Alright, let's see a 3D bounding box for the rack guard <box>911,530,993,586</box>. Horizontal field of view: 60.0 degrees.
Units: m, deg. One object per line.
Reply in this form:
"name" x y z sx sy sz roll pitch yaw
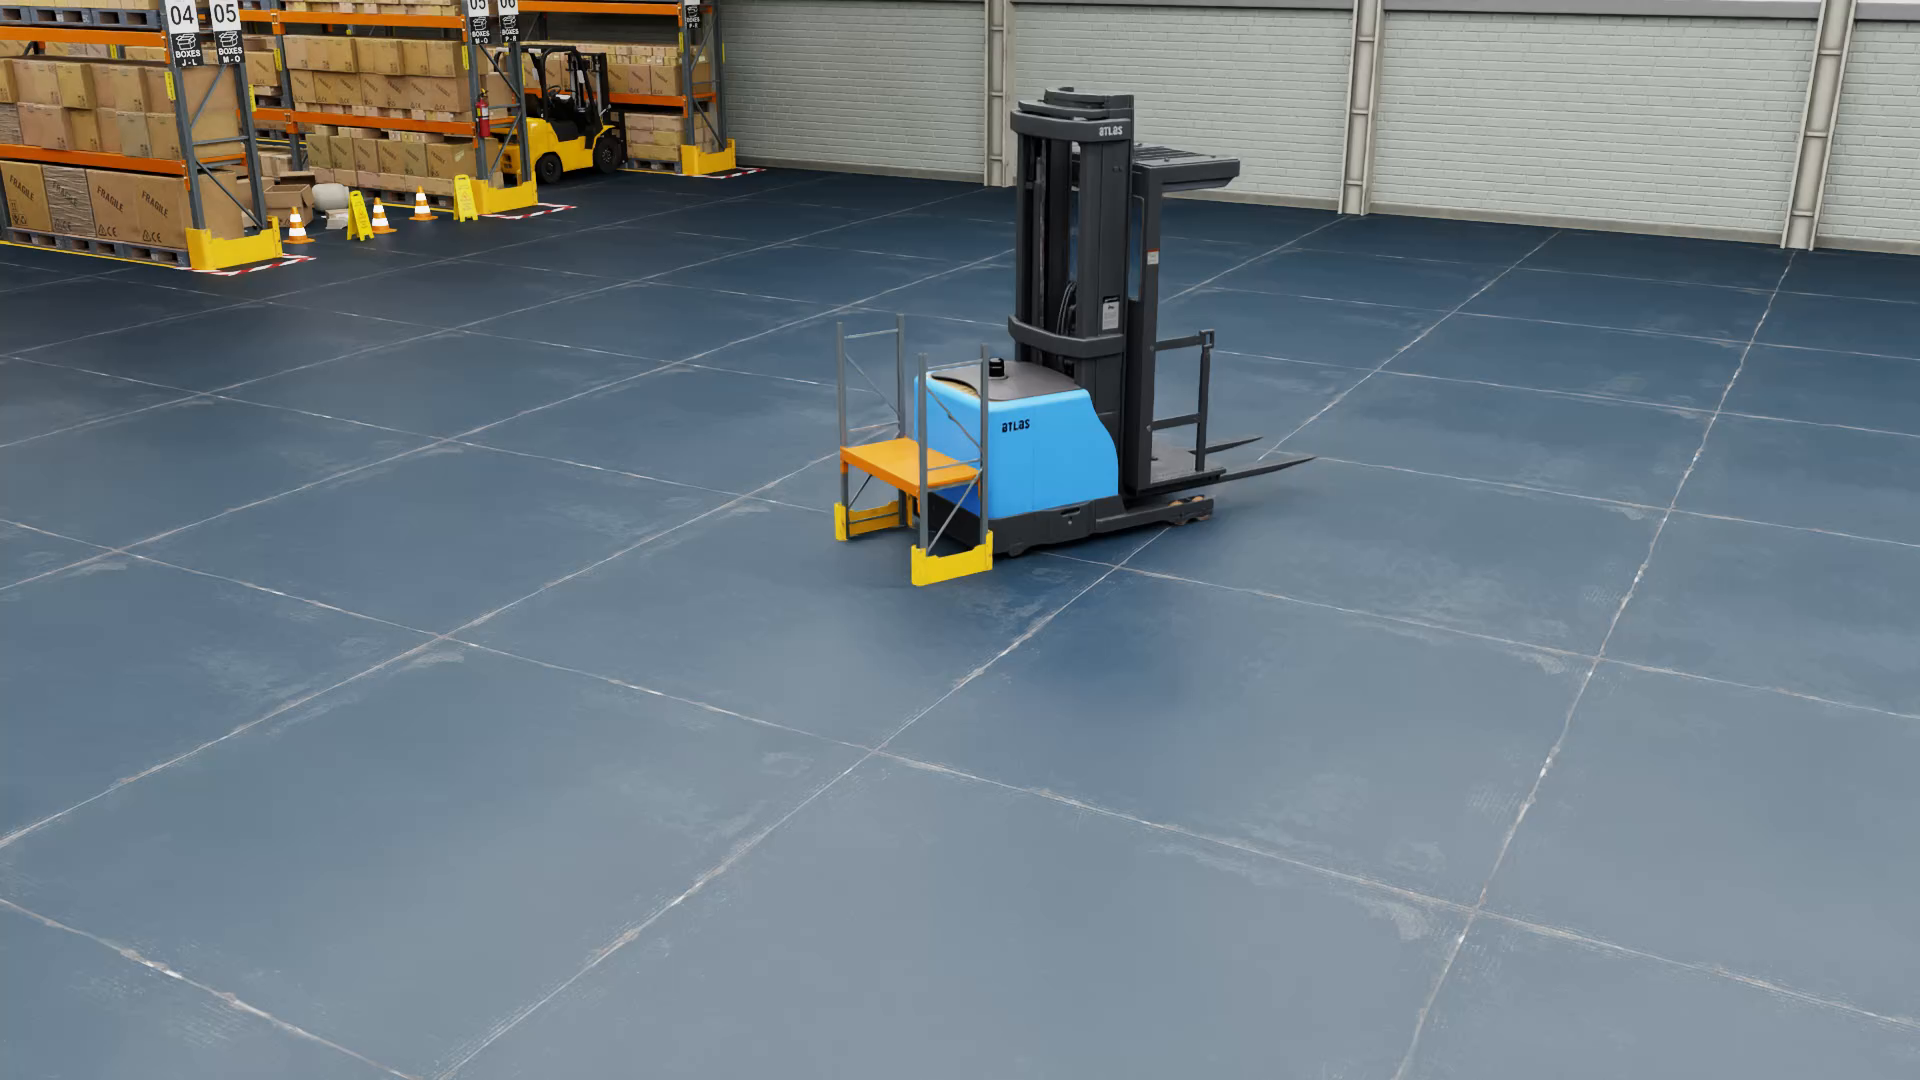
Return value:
"rack guard" -0.048 0.114 10.685 0.587 0.250 0.087 -13 23 -31

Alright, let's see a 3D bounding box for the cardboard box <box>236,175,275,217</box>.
"cardboard box" -10.435 -5.009 24.236 0.503 0.637 0.797 11 23 27

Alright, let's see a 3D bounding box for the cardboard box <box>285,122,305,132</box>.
"cardboard box" -13.239 -8.518 33.497 0.500 0.500 0.500 10 22 25

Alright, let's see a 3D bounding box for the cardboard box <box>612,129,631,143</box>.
"cardboard box" -5.899 -7.199 29.496 0.500 0.250 0.500 10 22 26

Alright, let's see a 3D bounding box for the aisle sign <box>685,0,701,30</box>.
"aisle sign" -4.514 -9.029 28.045 0.004 0.787 0.394 11 23 27

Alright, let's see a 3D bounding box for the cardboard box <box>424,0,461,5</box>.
"cardboard box" -7.424 -7.911 24.161 0.500 0.250 0.500 10 22 27

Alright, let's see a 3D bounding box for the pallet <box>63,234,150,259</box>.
"pallet" -10.969 -3.938 21.913 1.213 0.211 1.003 11 23 27

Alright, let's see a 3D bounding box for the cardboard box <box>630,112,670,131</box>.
"cardboard box" -5.431 -7.347 29.170 0.500 0.250 0.500 11 23 28

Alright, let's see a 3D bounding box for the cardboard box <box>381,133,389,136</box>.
"cardboard box" -8.800 -6.162 26.271 0.500 0.500 0.500 12 23 30

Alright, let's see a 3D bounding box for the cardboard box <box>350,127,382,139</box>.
"cardboard box" -9.189 -6.308 25.723 0.250 0.149 0.380 12 23 30

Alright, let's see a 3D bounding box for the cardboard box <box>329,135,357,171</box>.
"cardboard box" -9.482 -6.085 26.059 0.500 0.500 0.500 12 23 29

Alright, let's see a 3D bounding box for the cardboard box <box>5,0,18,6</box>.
"cardboard box" -11.849 -6.850 21.058 0.250 0.149 0.380 10 22 26

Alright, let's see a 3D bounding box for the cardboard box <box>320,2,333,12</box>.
"cardboard box" -9.515 -8.137 25.368 0.250 0.149 0.380 12 23 29

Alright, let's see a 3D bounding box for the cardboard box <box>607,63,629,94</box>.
"cardboard box" -5.882 -8.130 29.232 0.500 0.500 0.500 10 22 26

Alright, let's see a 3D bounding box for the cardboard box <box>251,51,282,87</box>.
"cardboard box" -10.853 -7.485 26.402 0.500 0.500 0.500 10 22 26

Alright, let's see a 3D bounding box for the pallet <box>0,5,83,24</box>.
"pallet" -11.955 -6.831 21.529 1.213 0.211 1.003 11 23 27

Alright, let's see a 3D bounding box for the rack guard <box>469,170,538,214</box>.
"rack guard" -6.912 -5.264 25.145 0.348 0.500 1.175 11 23 27

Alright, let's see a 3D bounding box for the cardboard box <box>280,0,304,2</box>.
"cardboard box" -10.087 -8.417 25.555 0.500 0.250 0.500 10 22 26

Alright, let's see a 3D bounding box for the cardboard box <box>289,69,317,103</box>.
"cardboard box" -10.090 -7.123 26.019 0.500 0.500 0.500 11 23 27

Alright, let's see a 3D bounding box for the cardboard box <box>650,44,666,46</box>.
"cardboard box" -5.276 -8.655 29.293 0.250 0.149 0.380 11 23 28

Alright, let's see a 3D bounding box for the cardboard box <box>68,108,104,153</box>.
"cardboard box" -10.919 -5.346 21.485 0.500 0.550 0.875 11 23 27

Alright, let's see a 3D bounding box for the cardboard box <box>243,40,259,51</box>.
"cardboard box" -11.459 -7.902 26.599 0.250 0.149 0.380 10 22 26

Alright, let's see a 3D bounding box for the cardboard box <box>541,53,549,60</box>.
"cardboard box" -7.303 -8.713 29.889 0.250 0.149 0.380 11 23 27

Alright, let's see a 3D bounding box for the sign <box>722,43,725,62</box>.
"sign" -4.153 -8.514 29.051 0.005 0.325 0.100 11 23 27

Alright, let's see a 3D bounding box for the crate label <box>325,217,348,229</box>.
"crate label" -8.812 -4.494 23.553 0.298 0.136 0.250 0 20 -1

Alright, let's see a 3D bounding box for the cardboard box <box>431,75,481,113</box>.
"cardboard box" -7.454 -6.622 24.639 0.500 0.500 0.500 10 22 26

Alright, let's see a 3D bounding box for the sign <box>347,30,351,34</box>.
"sign" -11.669 -9.580 31.793 0.005 0.325 0.100 11 23 27

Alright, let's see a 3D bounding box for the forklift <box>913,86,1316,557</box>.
"forklift" 1.198 -1.623 11.541 3.031 2.935 1.130 -12 23 -29

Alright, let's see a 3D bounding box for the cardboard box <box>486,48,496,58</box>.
"cardboard box" -8.561 -8.951 30.543 0.250 0.149 0.380 10 22 27

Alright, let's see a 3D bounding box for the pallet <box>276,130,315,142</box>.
"pallet" -13.107 -8.263 33.836 1.213 0.211 1.003 11 23 27

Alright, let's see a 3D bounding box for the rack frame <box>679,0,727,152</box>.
"rack frame" -4.429 -7.905 28.759 0.127 3.000 1.000 11 23 27

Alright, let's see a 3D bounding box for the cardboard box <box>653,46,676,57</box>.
"cardboard box" -5.075 -8.426 28.660 0.250 0.149 0.380 11 23 27

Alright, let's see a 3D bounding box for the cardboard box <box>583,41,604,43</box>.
"cardboard box" -6.592 -8.933 30.058 0.250 0.149 0.380 10 22 26

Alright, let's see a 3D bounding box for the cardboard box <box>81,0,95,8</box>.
"cardboard box" -10.516 -6.597 20.359 0.250 0.149 0.380 10 22 27

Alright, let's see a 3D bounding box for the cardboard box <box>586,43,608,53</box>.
"cardboard box" -6.397 -8.694 29.400 0.250 0.149 0.380 11 23 28

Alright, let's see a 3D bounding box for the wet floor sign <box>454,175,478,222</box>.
"wet floor sign" -7.202 -4.970 24.120 0.267 0.644 0.232 -16 26 -38

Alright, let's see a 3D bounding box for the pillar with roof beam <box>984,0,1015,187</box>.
"pillar with roof beam" -1.458 -8.830 22.511 0.400 9.000 9.100 11 23 27

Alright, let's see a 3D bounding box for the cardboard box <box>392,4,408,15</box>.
"cardboard box" -8.172 -7.870 24.632 0.250 0.149 0.380 11 22 27

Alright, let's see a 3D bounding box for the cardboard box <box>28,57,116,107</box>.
"cardboard box" -11.417 -5.921 21.485 0.550 0.550 0.875 11 23 27

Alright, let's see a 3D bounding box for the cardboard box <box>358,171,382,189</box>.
"cardboard box" -9.019 -5.646 25.946 0.500 0.250 0.500 10 22 27

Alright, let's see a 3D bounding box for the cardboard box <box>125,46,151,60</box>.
"cardboard box" -13.550 -7.998 27.816 0.500 0.500 0.500 10 22 26

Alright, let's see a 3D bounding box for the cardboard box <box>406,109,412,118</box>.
"cardboard box" -8.160 -6.484 25.209 0.250 0.149 0.380 11 23 28

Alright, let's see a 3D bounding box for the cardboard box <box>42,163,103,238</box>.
"cardboard box" -11.360 -4.526 21.944 0.875 0.875 0.875 11 23 28

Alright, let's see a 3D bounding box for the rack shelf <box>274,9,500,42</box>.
"rack shelf" -8.592 -7.831 25.212 4.000 0.370 1.077 11 23 27

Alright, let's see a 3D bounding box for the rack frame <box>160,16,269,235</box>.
"rack frame" -9.172 -4.936 20.575 0.127 3.000 1.000 11 23 27

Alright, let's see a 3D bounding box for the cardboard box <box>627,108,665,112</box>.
"cardboard box" -5.625 -7.585 29.826 0.500 0.250 0.500 11 22 27

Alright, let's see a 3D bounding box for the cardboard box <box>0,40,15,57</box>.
"cardboard box" -16.621 -8.704 29.350 0.500 0.500 0.500 11 22 27

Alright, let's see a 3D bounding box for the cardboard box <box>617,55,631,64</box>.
"cardboard box" -5.769 -8.401 29.029 0.250 0.149 0.380 10 22 26

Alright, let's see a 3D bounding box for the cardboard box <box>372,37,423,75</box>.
"cardboard box" -8.332 -7.244 24.888 0.500 0.500 0.700 10 22 27

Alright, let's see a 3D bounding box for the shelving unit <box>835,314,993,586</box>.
"shelving unit" -0.320 -0.616 10.864 0.587 1.500 1.083 -13 23 -31

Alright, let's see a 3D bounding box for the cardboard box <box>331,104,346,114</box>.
"cardboard box" -9.528 -6.713 25.841 0.250 0.149 0.380 12 23 29

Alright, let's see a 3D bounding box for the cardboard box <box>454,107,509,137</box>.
"cardboard box" -9.055 -7.866 31.518 0.625 0.625 0.875 11 22 27

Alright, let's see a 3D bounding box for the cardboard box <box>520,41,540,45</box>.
"cardboard box" -7.787 -8.921 30.025 0.250 0.149 0.380 11 23 28

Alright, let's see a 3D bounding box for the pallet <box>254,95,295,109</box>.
"pallet" -10.934 -7.172 27.020 1.213 0.211 1.003 11 23 27

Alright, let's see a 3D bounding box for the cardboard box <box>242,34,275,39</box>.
"cardboard box" -14.139 -9.912 33.529 0.500 0.500 0.700 11 23 28
